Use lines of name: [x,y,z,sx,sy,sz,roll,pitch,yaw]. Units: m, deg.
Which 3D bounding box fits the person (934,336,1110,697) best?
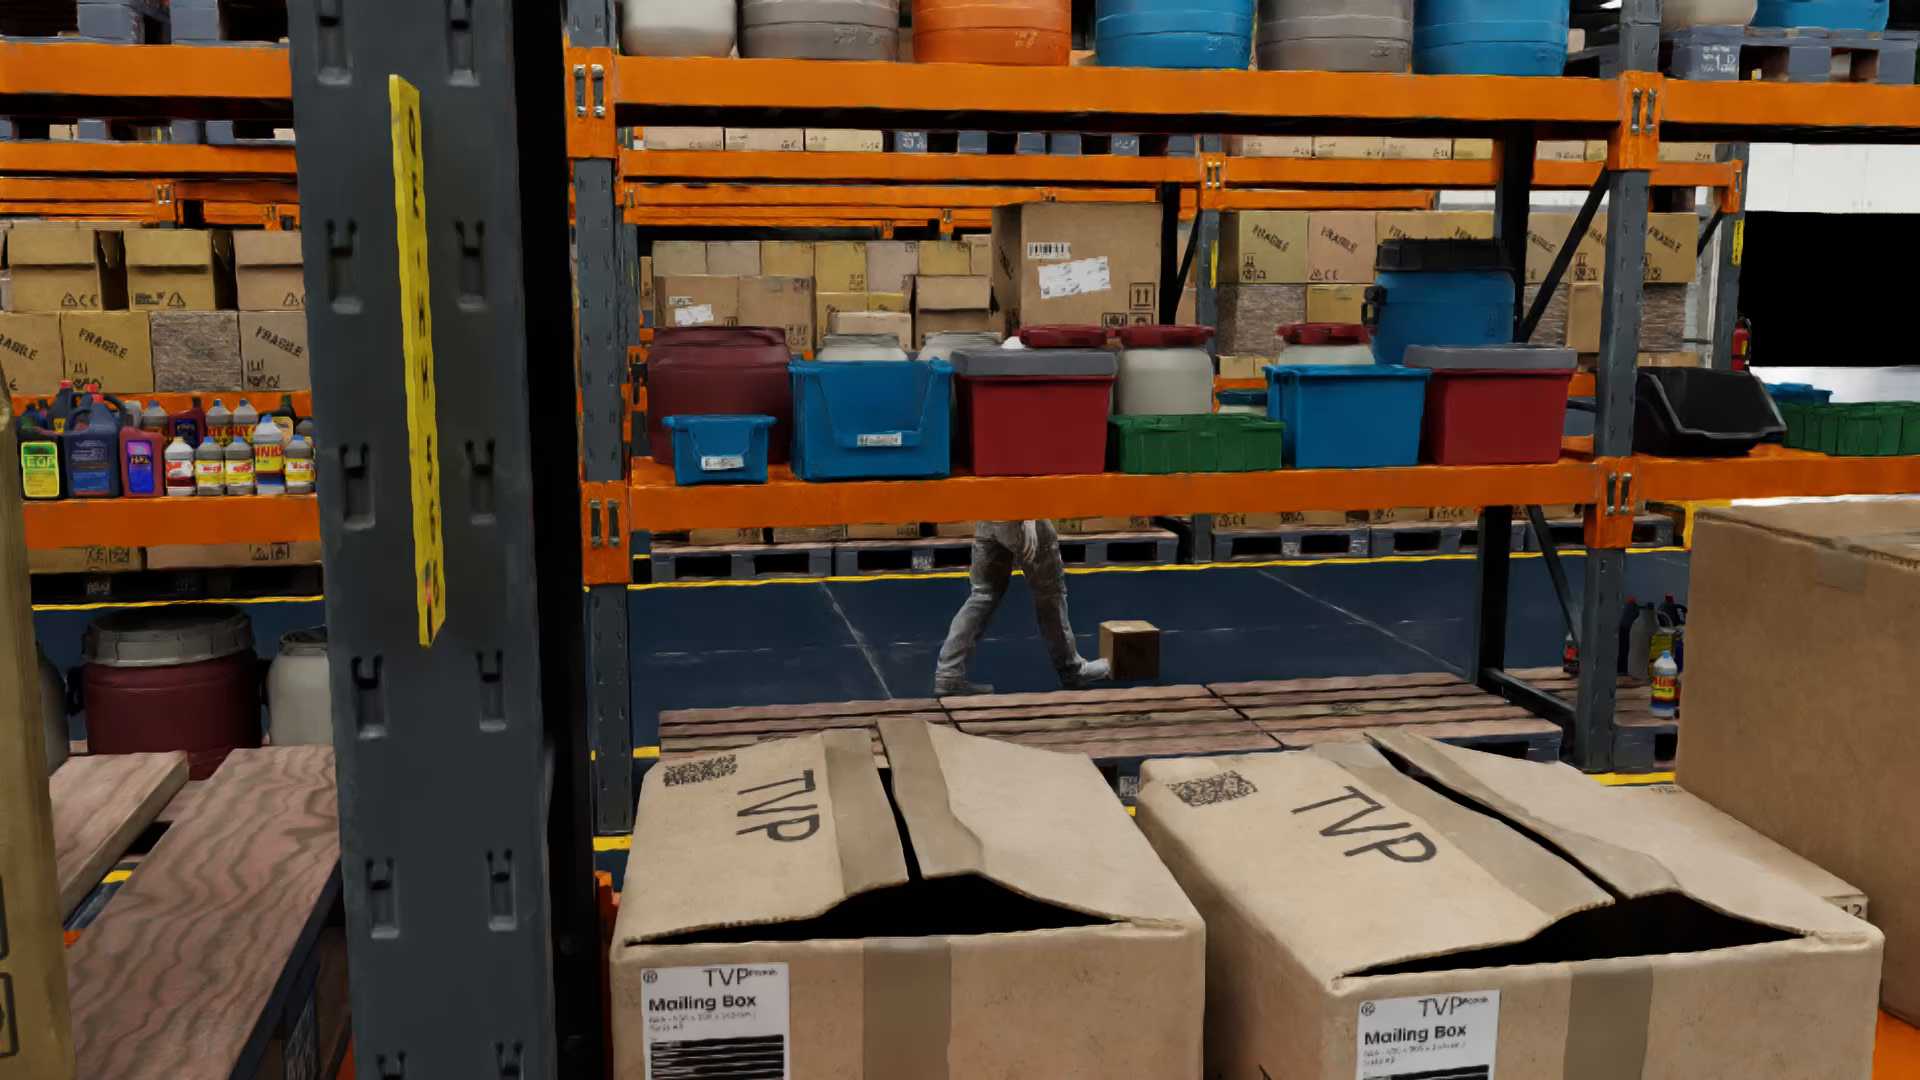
person: [0.280,-0.108,8.021,0.970,1.747,0.631,-8,12,-39]
